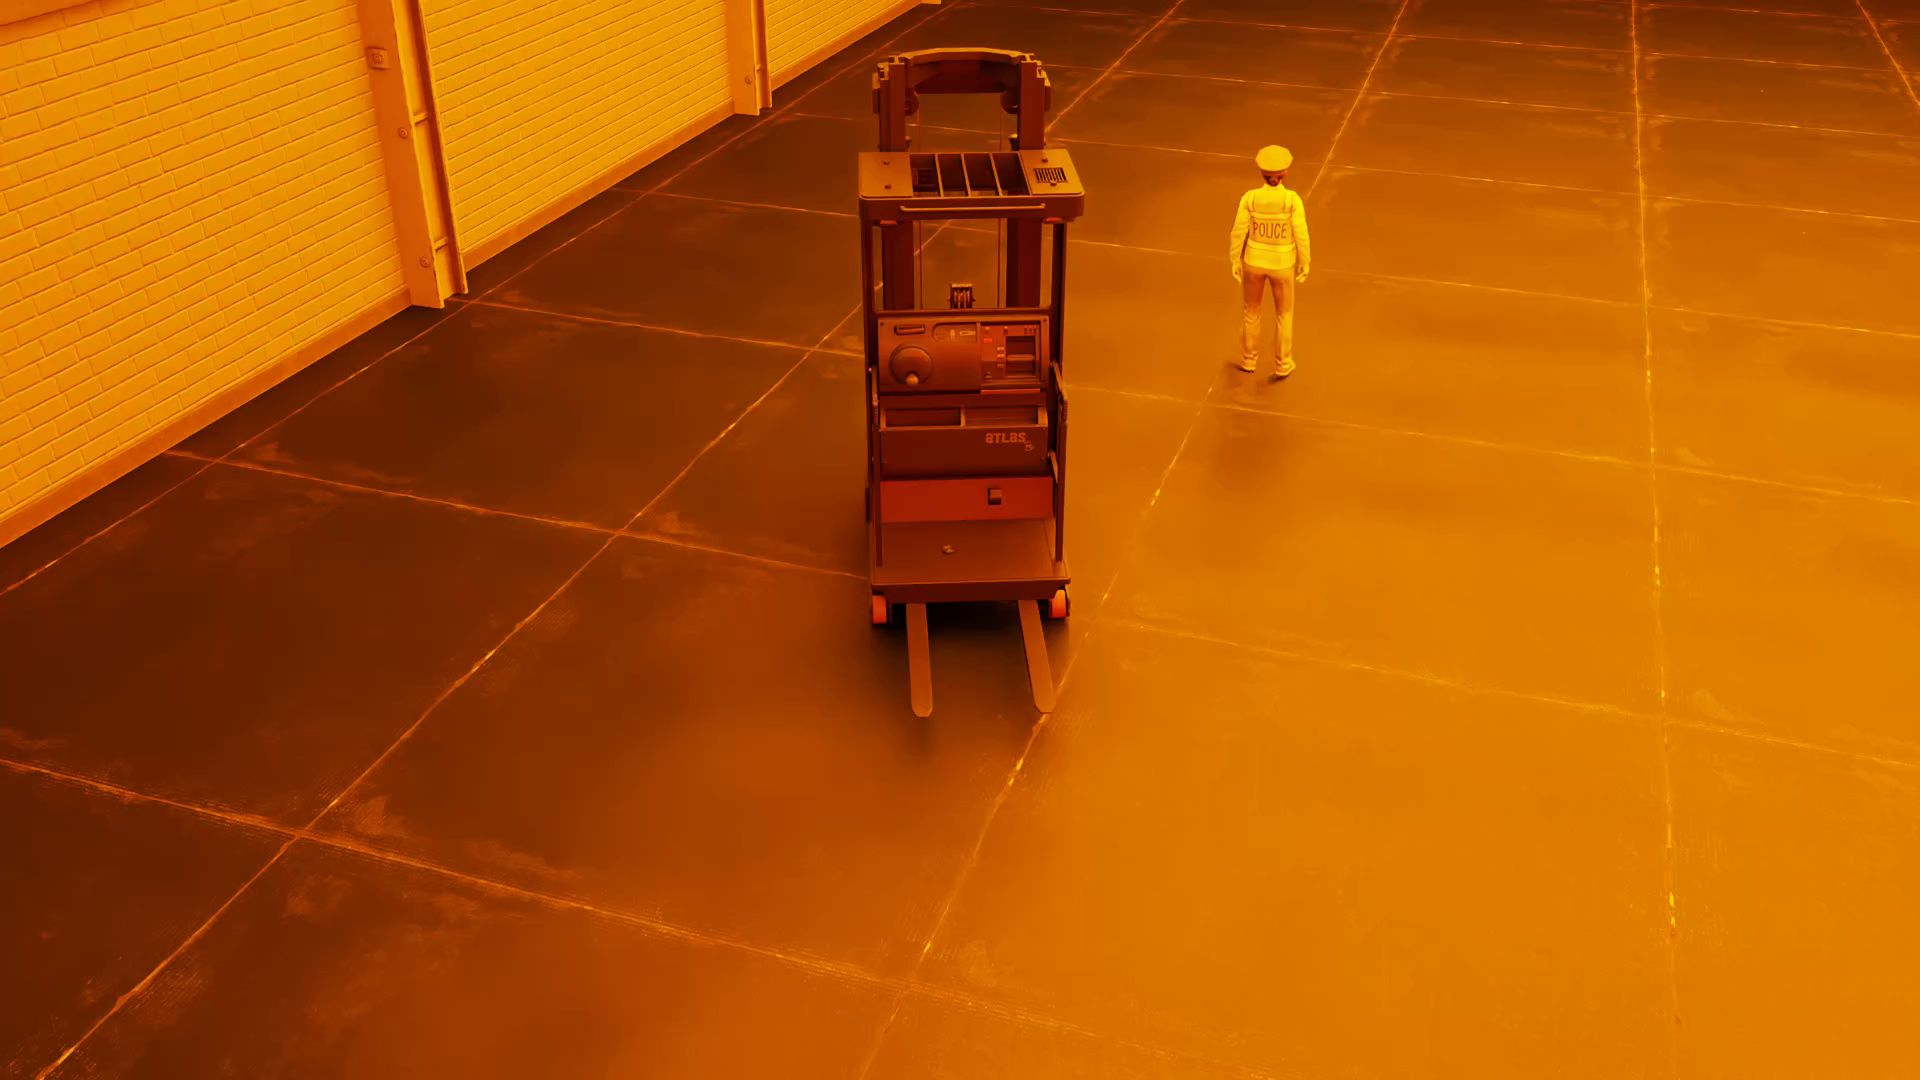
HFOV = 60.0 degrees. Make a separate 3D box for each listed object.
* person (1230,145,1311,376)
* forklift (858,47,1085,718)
[{"bbox_3d":[2.212,-1.974,11.868,0.569,1.710,0.444,9,31,16],"label":"person"},{"bbox_3d":[0.035,-0.972,8.842,1.130,2.935,3.031,-2,30,-3],"label":"forklift"}]
